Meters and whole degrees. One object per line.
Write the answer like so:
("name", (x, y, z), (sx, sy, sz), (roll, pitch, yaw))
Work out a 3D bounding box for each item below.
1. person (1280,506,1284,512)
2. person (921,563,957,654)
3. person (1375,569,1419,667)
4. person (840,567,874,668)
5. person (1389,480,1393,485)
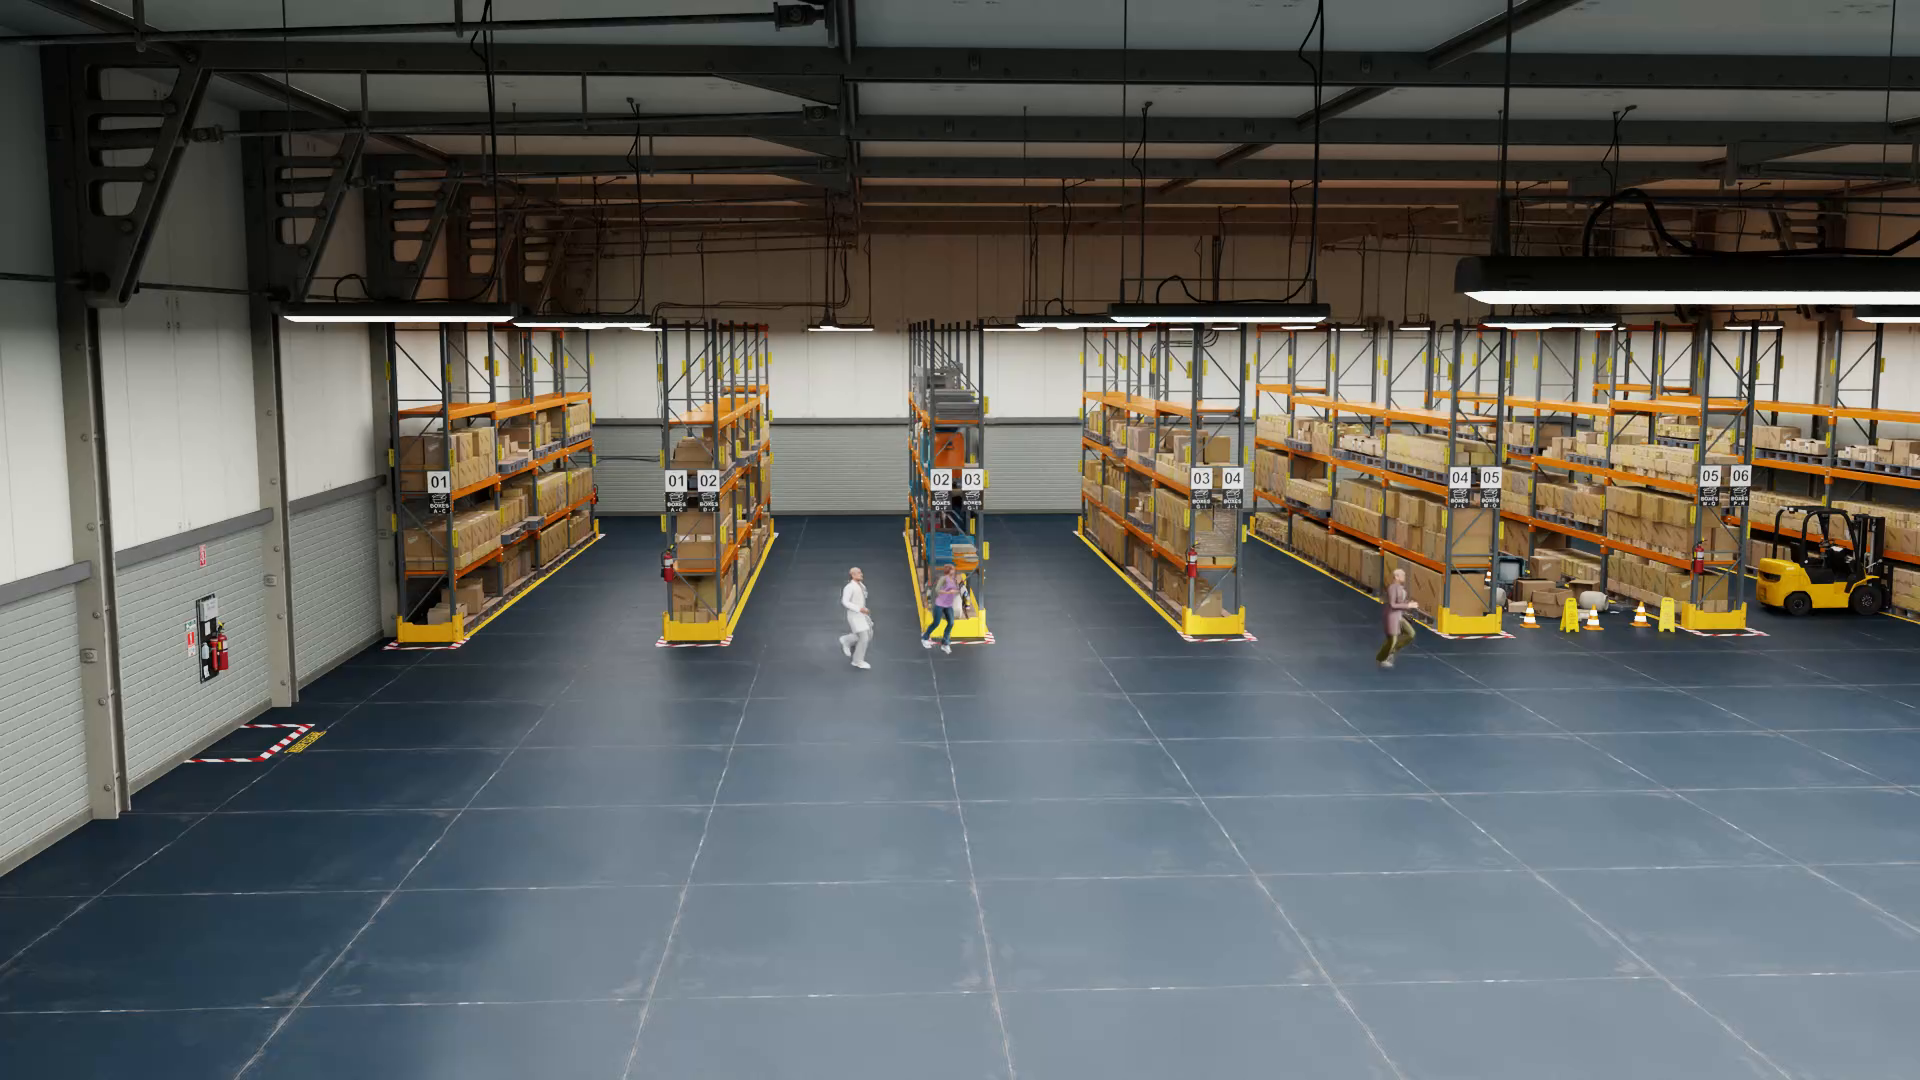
("person", (9.594, -1.141, 48.947), (0.835, 1.652, 0.591), (6, 9, 38))
("person", (-0.289, 1.219, 30.192), (0.736, 1.600, 0.565), (7, 10, 44))
("person", (7.482, 1.342, 28.470), (0.793, 1.726, 0.759), (5, 9, 36))
("person", (-1.813, 1.333, 28.718), (0.637, 1.736, 0.757), (2, 7, 18))
("person", (12.803, -1.192, 49.504), (0.613, 1.631, 0.592), (1, 7, 8))
